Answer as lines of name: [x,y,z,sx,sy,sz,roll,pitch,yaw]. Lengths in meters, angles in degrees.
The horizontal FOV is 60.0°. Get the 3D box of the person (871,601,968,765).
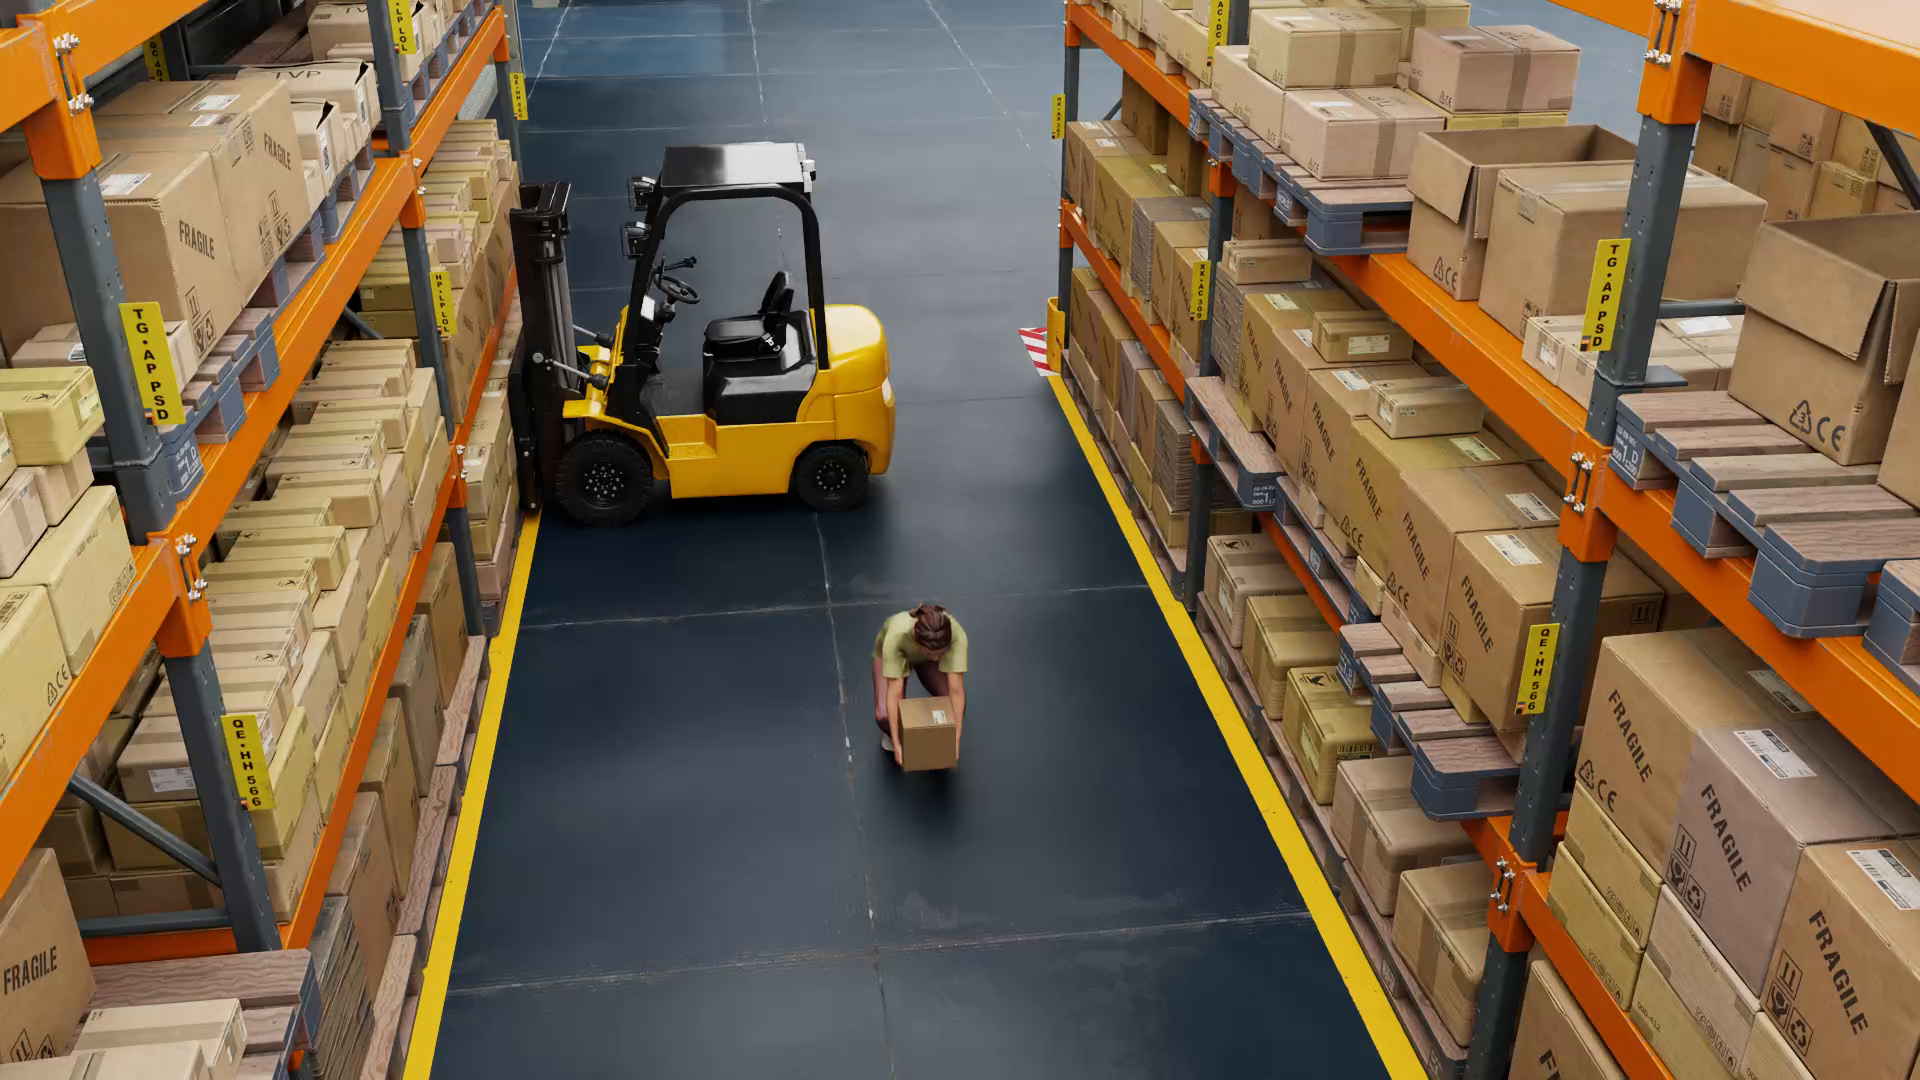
person: [-0.200,0.656,8.161,0.465,0.939,0.817,-4,28,-8]
